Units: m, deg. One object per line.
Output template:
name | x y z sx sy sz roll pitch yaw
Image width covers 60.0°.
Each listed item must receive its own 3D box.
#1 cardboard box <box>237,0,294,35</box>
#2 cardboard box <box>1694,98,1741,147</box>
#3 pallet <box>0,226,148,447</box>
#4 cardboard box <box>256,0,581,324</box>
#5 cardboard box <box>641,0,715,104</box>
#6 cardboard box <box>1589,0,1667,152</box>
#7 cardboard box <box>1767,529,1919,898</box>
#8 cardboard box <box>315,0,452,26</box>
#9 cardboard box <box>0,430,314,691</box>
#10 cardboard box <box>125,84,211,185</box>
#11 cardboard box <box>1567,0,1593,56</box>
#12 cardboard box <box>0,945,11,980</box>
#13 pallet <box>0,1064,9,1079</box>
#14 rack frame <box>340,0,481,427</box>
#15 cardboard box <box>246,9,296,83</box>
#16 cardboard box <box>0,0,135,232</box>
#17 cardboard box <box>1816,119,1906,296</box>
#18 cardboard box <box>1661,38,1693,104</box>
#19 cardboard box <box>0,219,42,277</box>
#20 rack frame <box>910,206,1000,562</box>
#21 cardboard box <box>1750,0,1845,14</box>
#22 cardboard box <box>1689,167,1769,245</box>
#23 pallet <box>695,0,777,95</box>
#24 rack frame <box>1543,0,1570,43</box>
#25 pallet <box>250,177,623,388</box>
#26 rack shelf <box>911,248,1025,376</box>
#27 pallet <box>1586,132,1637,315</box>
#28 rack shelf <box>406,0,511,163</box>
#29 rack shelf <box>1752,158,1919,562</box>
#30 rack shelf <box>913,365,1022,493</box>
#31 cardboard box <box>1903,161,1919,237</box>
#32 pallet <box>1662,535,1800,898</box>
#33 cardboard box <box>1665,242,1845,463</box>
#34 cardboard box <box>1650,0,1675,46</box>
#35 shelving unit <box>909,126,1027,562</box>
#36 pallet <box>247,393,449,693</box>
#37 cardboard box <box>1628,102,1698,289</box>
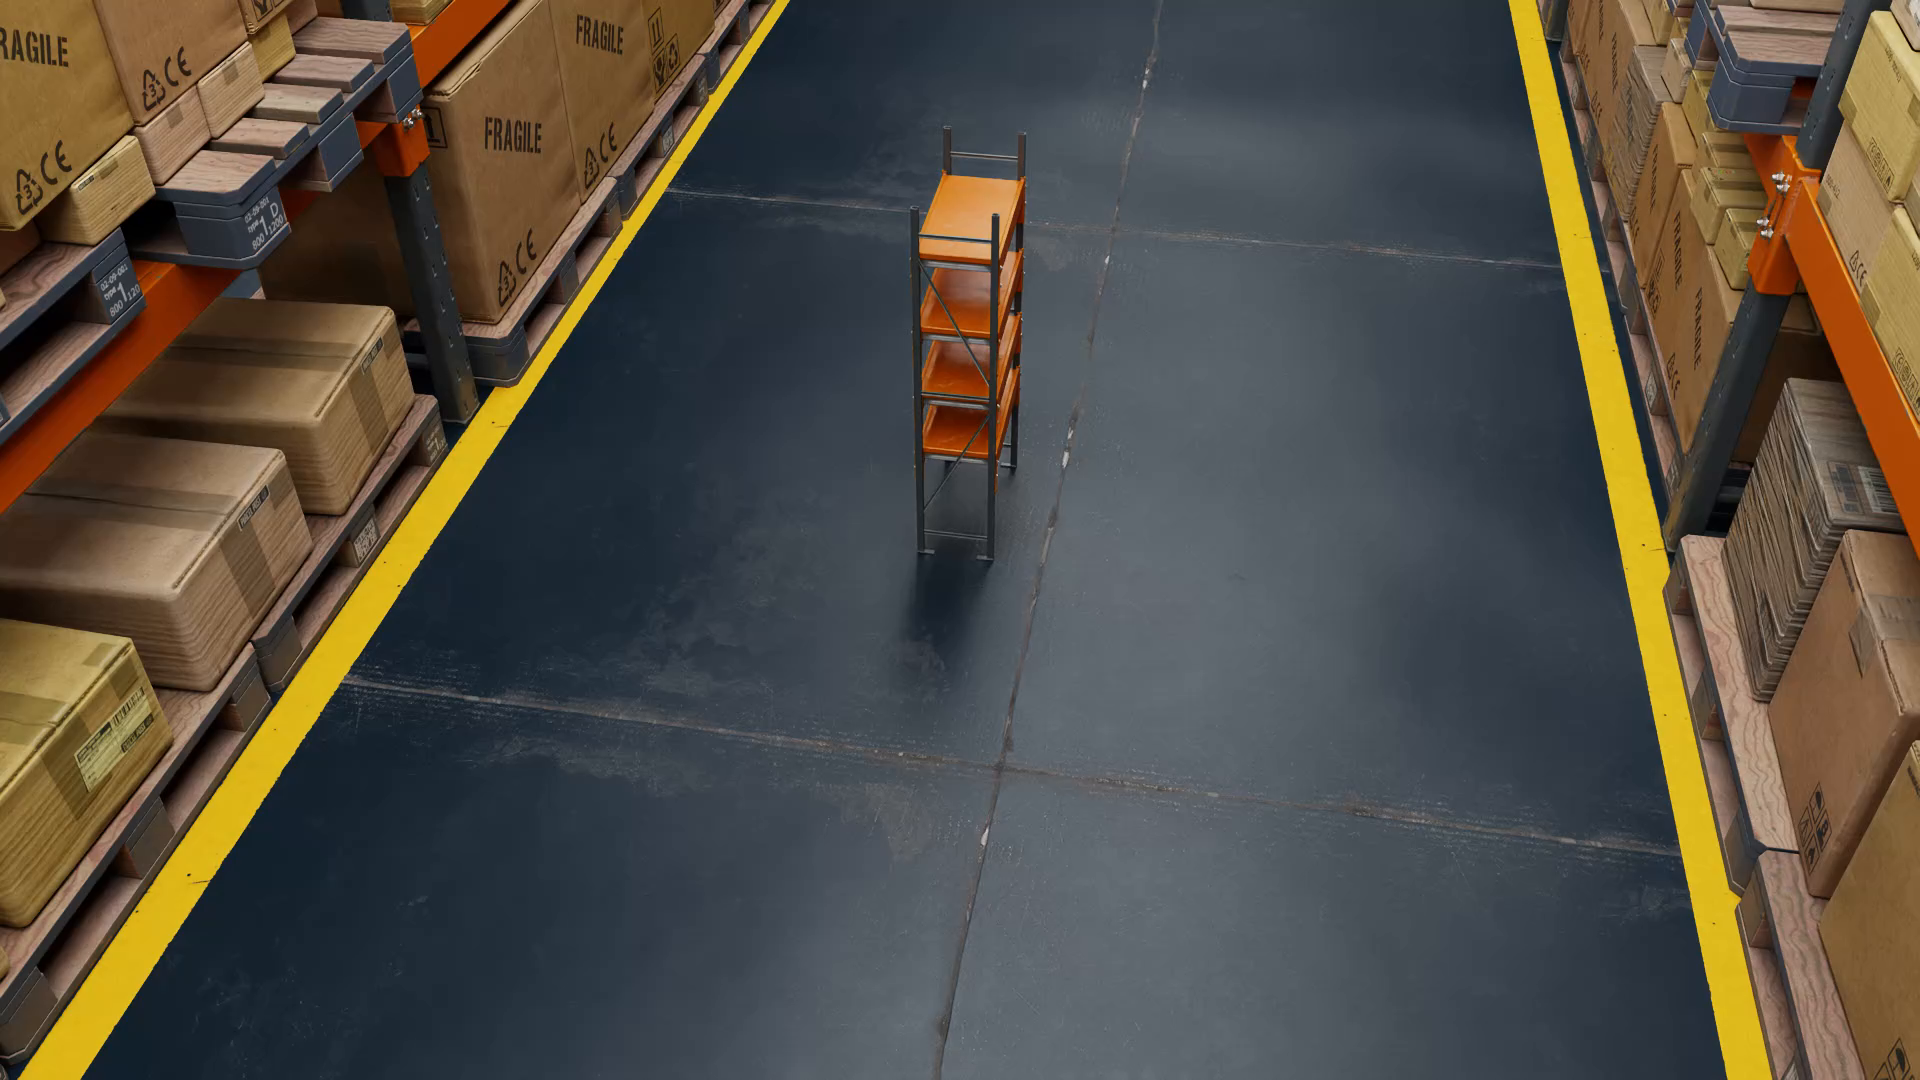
cardboard box | -1.984 -1.638 4.235 0.500 0.500 0.500 5 40 6
cardboard box | 2.743 -1.376 5.683 0.380 0.149 0.250 8 40 9
pallet | -2.481 -0.318 3.431 1.003 0.211 1.213 6 40 8
cardboard box | -1.978 -1.406 5.934 0.875 0.875 0.875 6 40 7
cardboard box | -1.664 -2.526 7.289 0.875 0.875 0.875 7 40 9
cardboard box | 2.924 -1.876 6.797 0.500 0.500 0.500 5 40 6
cardboard box | 2.484 0.461 3.873 0.875 0.625 0.625 8 40 9
cardboard box | -1.847 -1.860 5.264 0.500 0.250 0.500 6 40 7
cardboard box | -2.406 0.030 4.593 0.950 0.372 0.625 6 40 7
cardboard box | -2.030 -0.976 3.944 0.380 0.149 0.250 5 40 6
cardboard box | 3.097 -2.524 7.581 0.500 0.500 0.500 8 40 10
cardboard box | -2.662 0.942 3.490 0.950 0.372 0.625 9 40 10
pallet | -2.738 1.458 3.321 1.003 0.211 1.213 6 40 8
rack frame | -2.179 -1.639 4.878 1.000 3.000 0.127 6 40 8
cardboard box | -1.979 -1.296 4.331 0.380 0.149 0.250 7 40 8
cardboard box | -2.149 -0.995 3.458 0.500 0.500 0.500 4 40 5
cardboard box | 2.393 -0.784 3.962 0.500 0.250 0.500 7 40 8
cardboard box | 2.804 -1.709 6.086 0.380 0.149 0.250 5 40 6
cardboard box | -2.231 -0.658 3.559 0.380 0.149 0.250 7 40 8
rack frame | -0.014 -0.413 4.808 0.240 1.200 0.015 6 40 8
cardboard box | 2.446 -1.613 4.715 0.380 0.149 0.250 7 40 8
cardboard box | 2.563 -1.055 5.295 0.380 0.149 0.250 4 40 5
pallet | -1.546 -2.582 8.207 1.003 0.211 1.213 6 40 8
rack frame | 3.403 -3.604 7.255 1.000 3.000 0.127 6 40 8
pallet | -1.968 -1.051 6.355 1.003 0.211 1.213 6 40 8
rack shelf | 0.029 -0.687 4.894 0.258 0.148 0.480 6 40 8
pallet | 3.090 -1.247 6.592 1.003 0.211 1.213 6 40 8
rack shelf | -1.833 -2.617 6.625 1.077 0.370 4.000 6 40 8
rack shelf | 2.364 0.439 2.930 1.077 0.370 4.000 6 40 8
rack shelf | 0.029 -0.361 5.163 0.258 0.148 0.480 6 40 8
cardboard box | 2.305 -0.663 3.423 0.500 0.250 0.500 8 40 9
pallet | 2.530 0.493 4.488 1.003 0.211 1.213 6 40 8
cardboard box | 2.572 -0.581 5.231 0.500 0.500 0.500 7 40 9
cardboard box | 2.914 -2.030 6.475 0.380 0.149 0.250 8 40 9
shelving unit | 0.029 -0.566 4.993 0.258 1.200 0.503 6 40 8
pallet | -2.316 -0.074 5.174 1.003 0.211 1.213 6 40 8
cardboard box | 2.757 -1.223 6.007 0.500 0.500 0.500 8 40 10
